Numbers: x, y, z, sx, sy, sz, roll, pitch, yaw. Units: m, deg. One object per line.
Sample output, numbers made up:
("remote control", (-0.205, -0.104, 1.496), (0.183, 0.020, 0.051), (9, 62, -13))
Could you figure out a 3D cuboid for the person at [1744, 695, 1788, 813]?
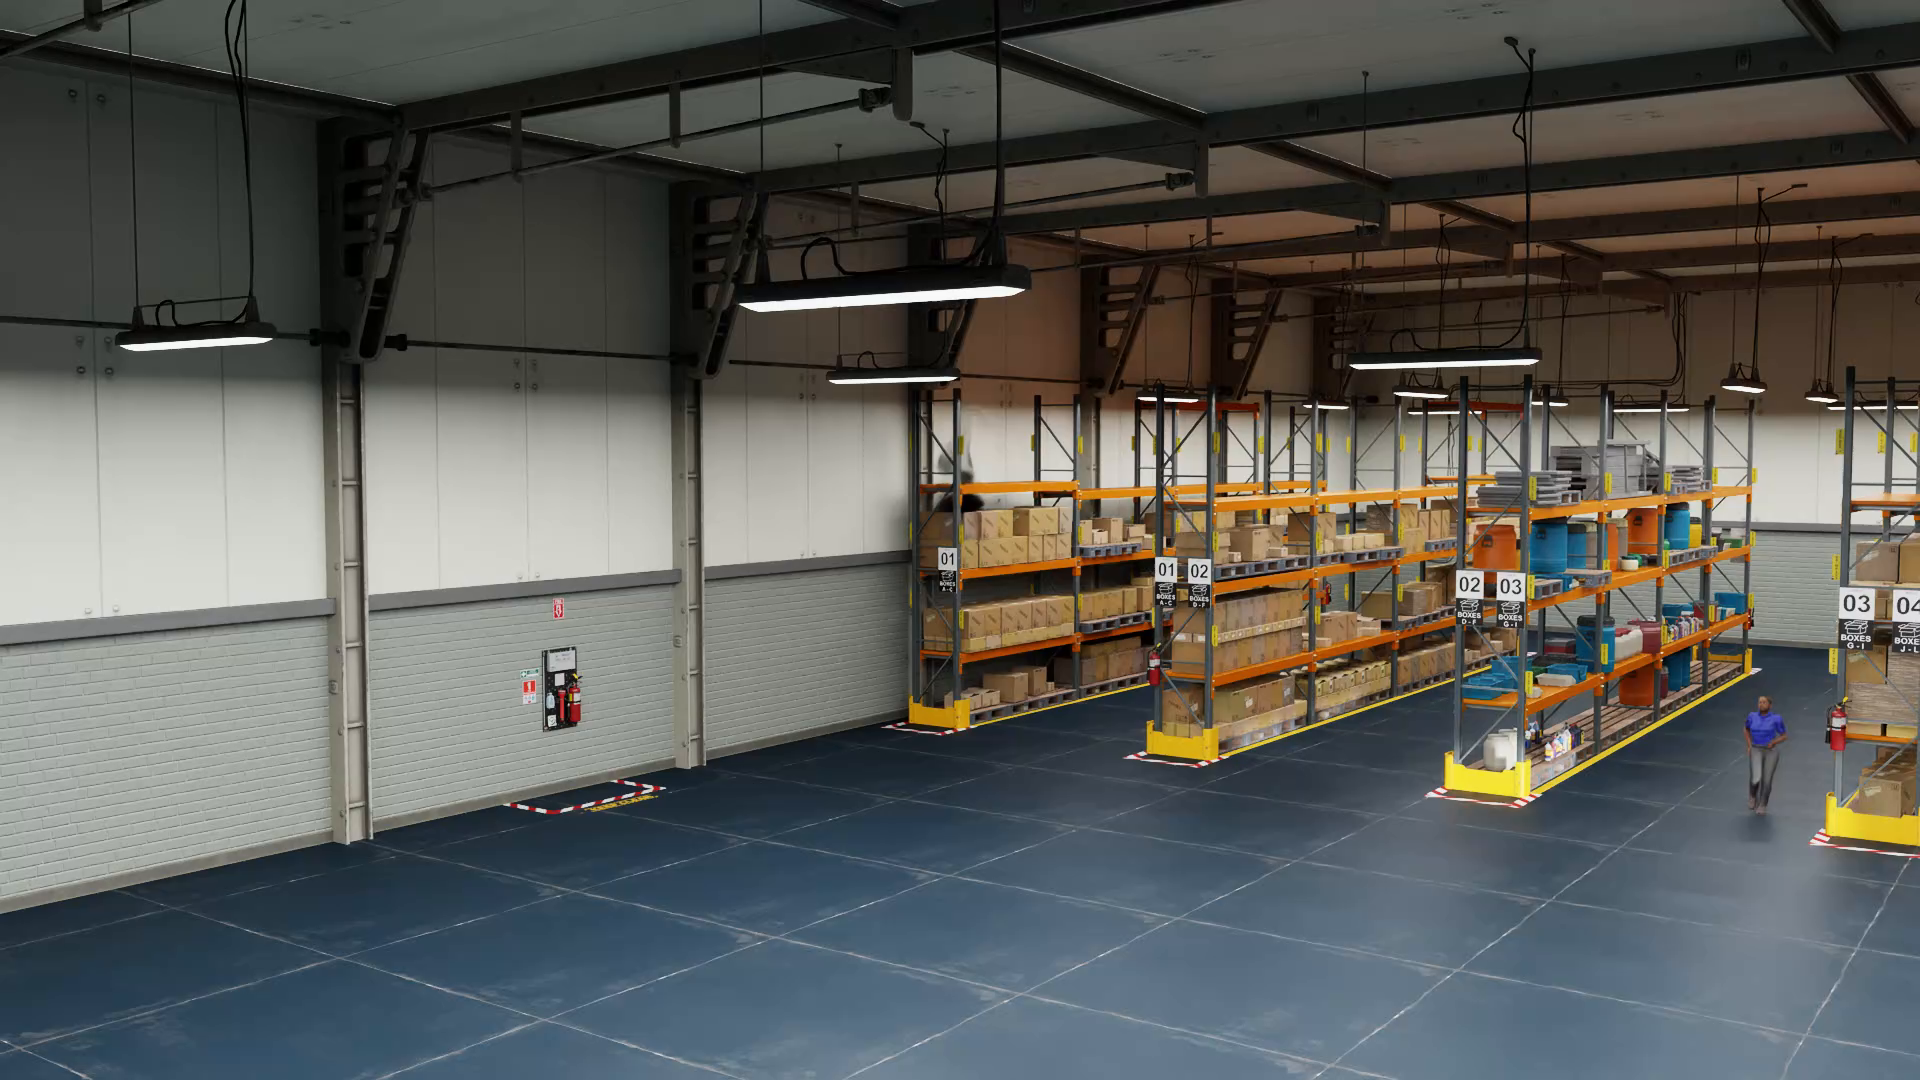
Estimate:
("person", (10.871, 2.907, 22.493), (0.560, 1.621, 0.574), (2, 4, 32))
